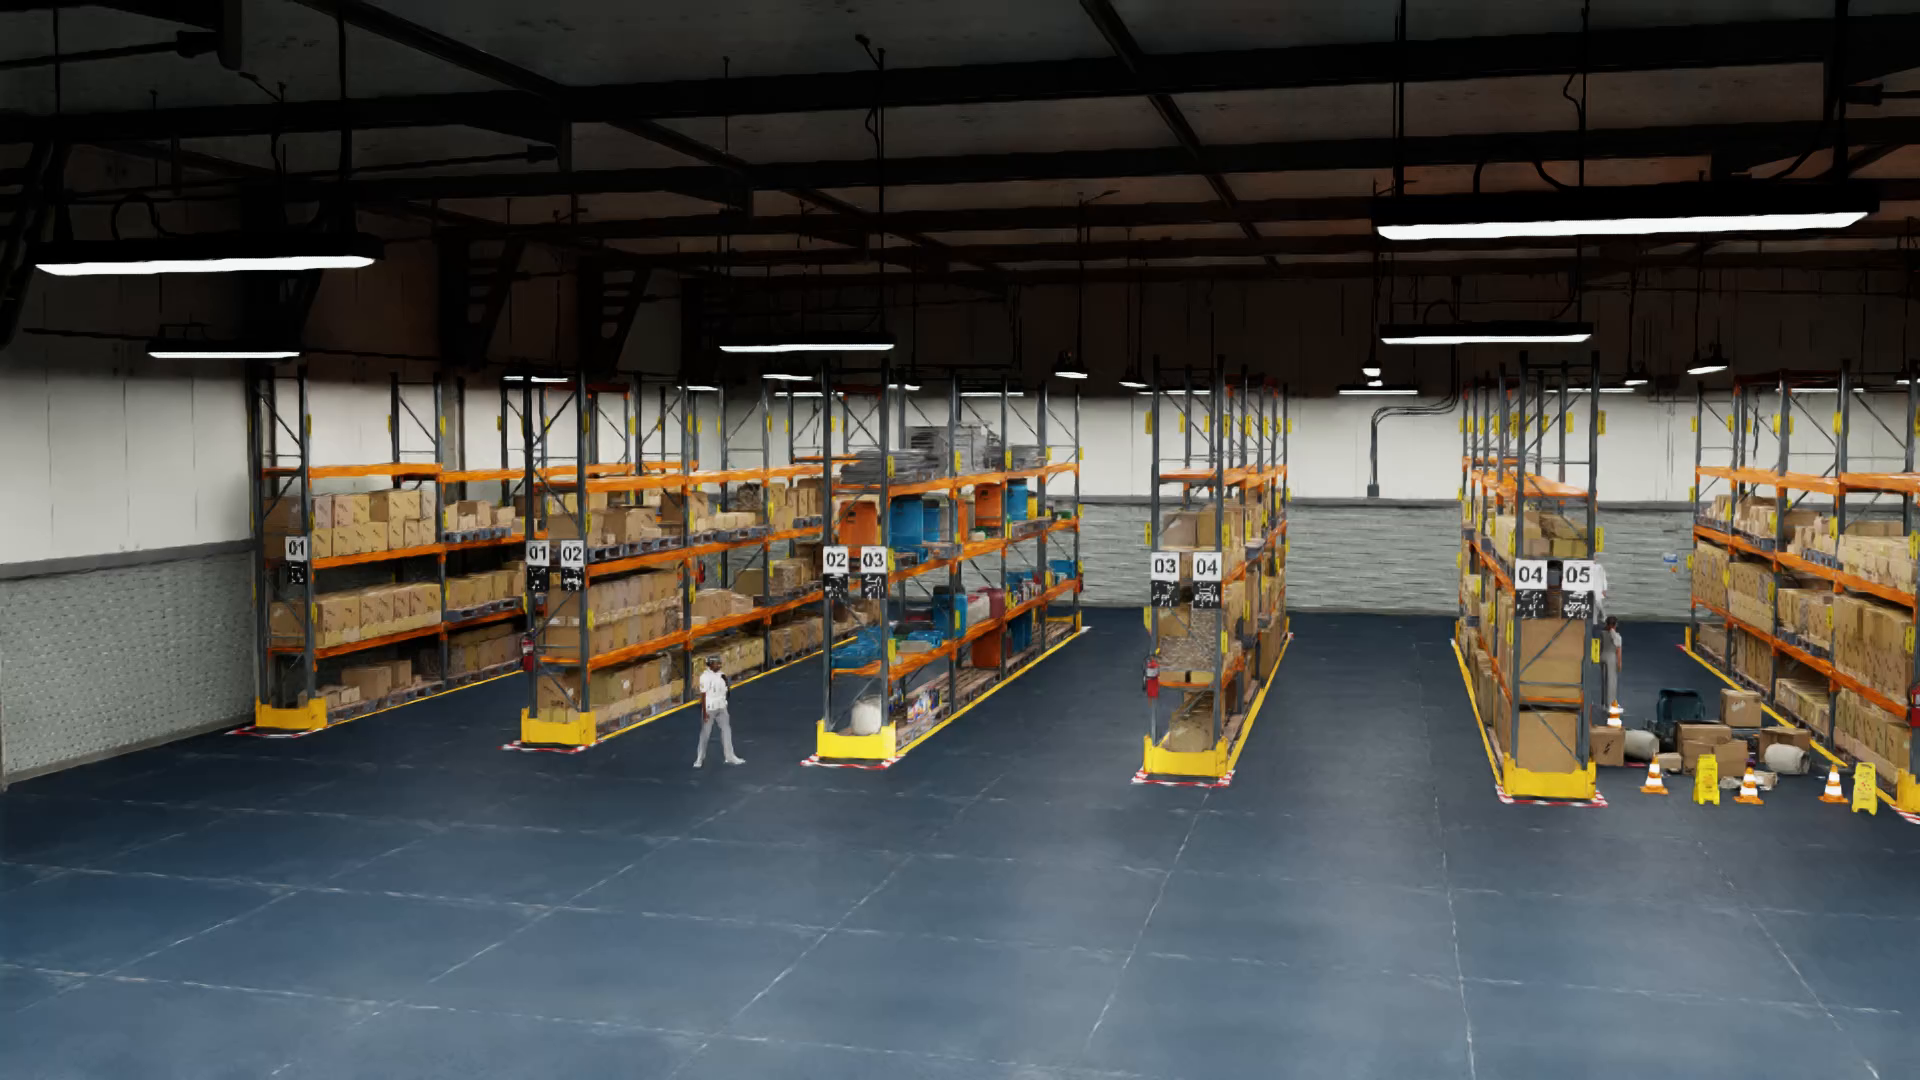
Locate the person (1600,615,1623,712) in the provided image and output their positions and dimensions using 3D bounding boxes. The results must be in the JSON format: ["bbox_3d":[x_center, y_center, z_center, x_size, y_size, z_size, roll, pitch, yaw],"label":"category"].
[{"bbox_3d":[11.405,2.148,29.063,0.431,1.677,0.496,-1,4,-18],"label":"person"}]

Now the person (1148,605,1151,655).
[{"bbox_3d":[4.102,1.821,33.741,0.676,1.726,0.572,1,4,13],"label":"person"}]

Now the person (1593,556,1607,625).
[{"bbox_3d":[15.886,1.254,41.557,0.537,1.763,0.619,-3,5,-40],"label":"person"}]

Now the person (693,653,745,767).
[{"bbox_3d":[-3.573,2.472,24.408,0.683,1.673,0.522,-4,5,-43],"label":"person"}]
